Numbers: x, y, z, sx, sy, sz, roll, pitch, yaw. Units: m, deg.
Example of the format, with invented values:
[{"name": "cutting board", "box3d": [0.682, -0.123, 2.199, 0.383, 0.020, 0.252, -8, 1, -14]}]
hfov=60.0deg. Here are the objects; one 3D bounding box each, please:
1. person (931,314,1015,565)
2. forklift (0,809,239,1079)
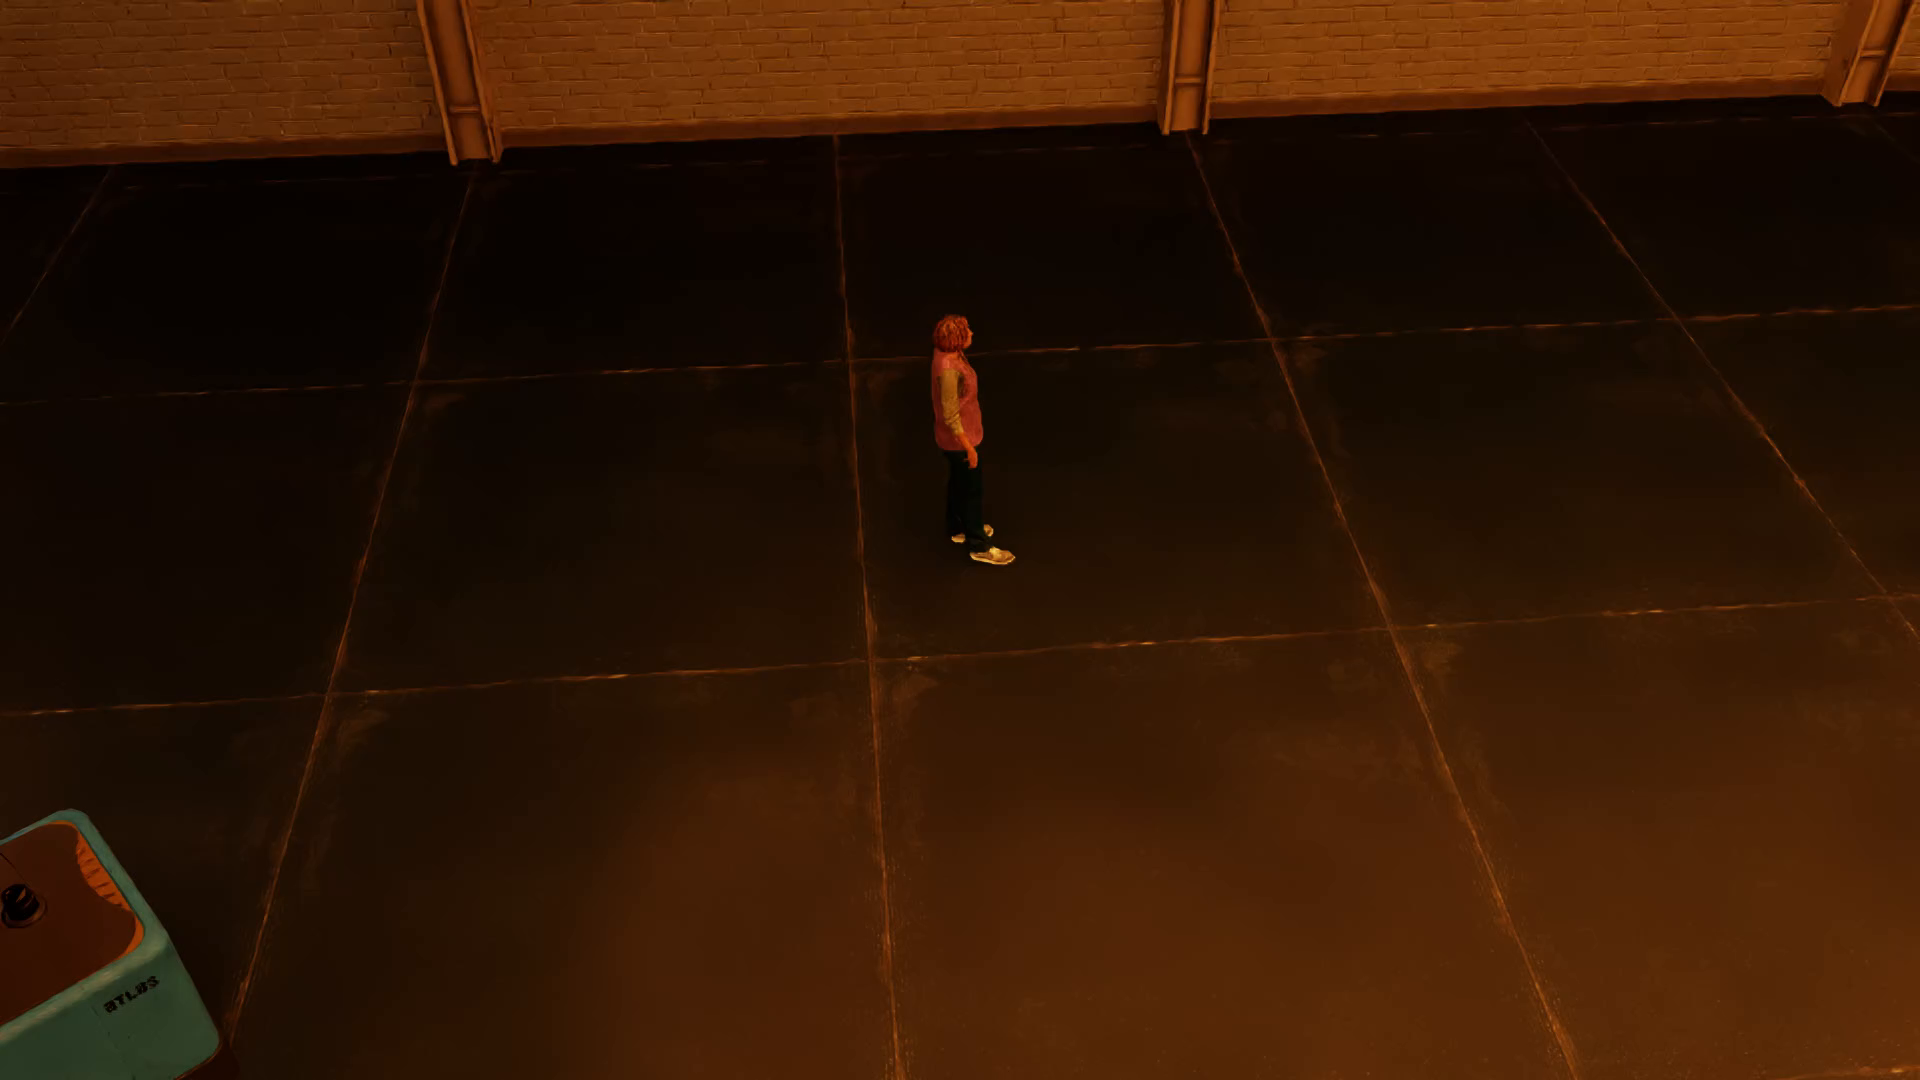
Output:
[{"name": "person", "box3d": [0.075, -0.608, 9.664, 0.474, 1.597, 0.520, -3, 41, -4]}, {"name": "forklift", "box3d": [-4.604, 1.724, 5.922, 3.031, 2.935, 1.130, -31, 49, -31]}]
